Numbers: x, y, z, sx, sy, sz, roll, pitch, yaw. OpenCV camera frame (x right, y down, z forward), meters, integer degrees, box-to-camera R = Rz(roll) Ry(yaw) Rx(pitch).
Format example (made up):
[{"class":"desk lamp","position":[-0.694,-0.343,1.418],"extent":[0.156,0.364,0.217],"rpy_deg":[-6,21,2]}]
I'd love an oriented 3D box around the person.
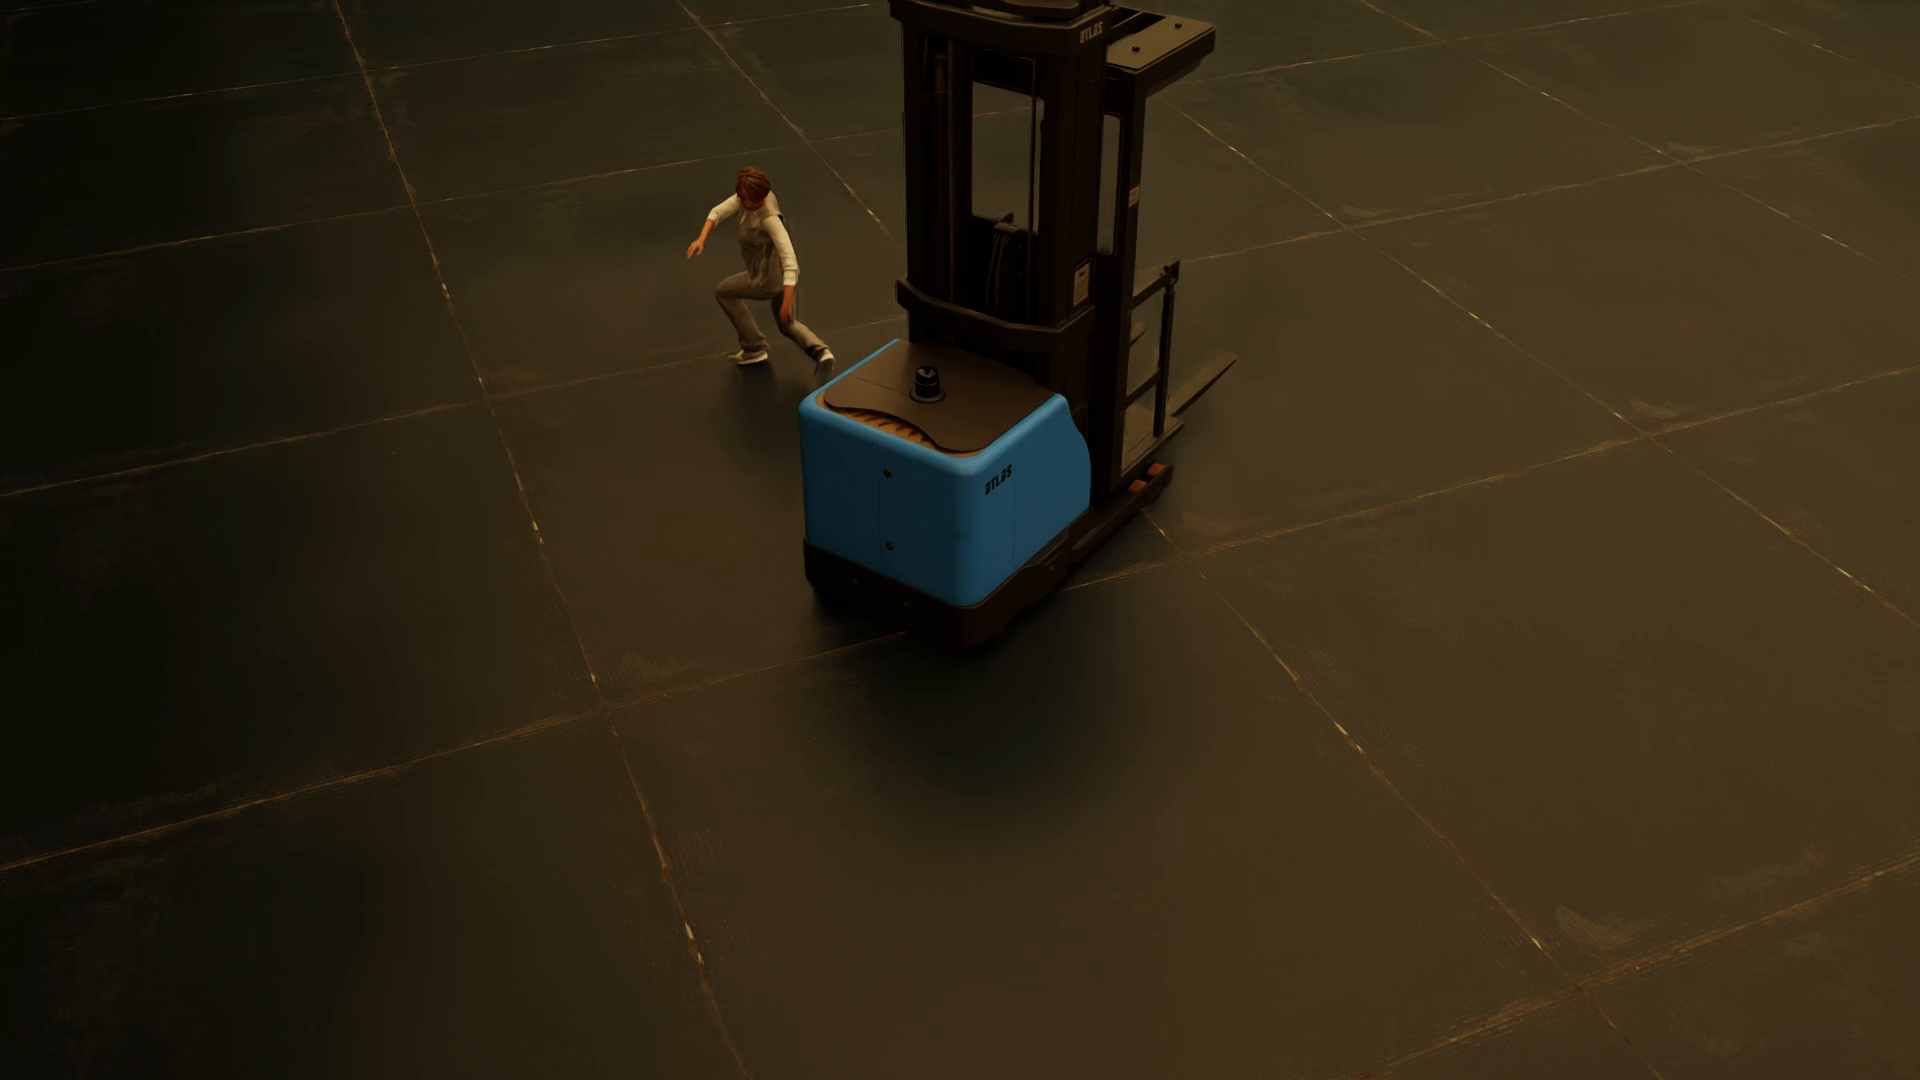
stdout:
[{"class":"person","position":[-1.114,-1.517,9.633],"extent":[0.849,1.375,0.576],"rpy_deg":[14,38,18]}]

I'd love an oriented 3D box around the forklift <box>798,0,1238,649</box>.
[{"class":"forklift","position":[0.491,-1.495,8.201],"extent":[1.130,2.935,3.031],"rpy_deg":[22,41,28]}]
